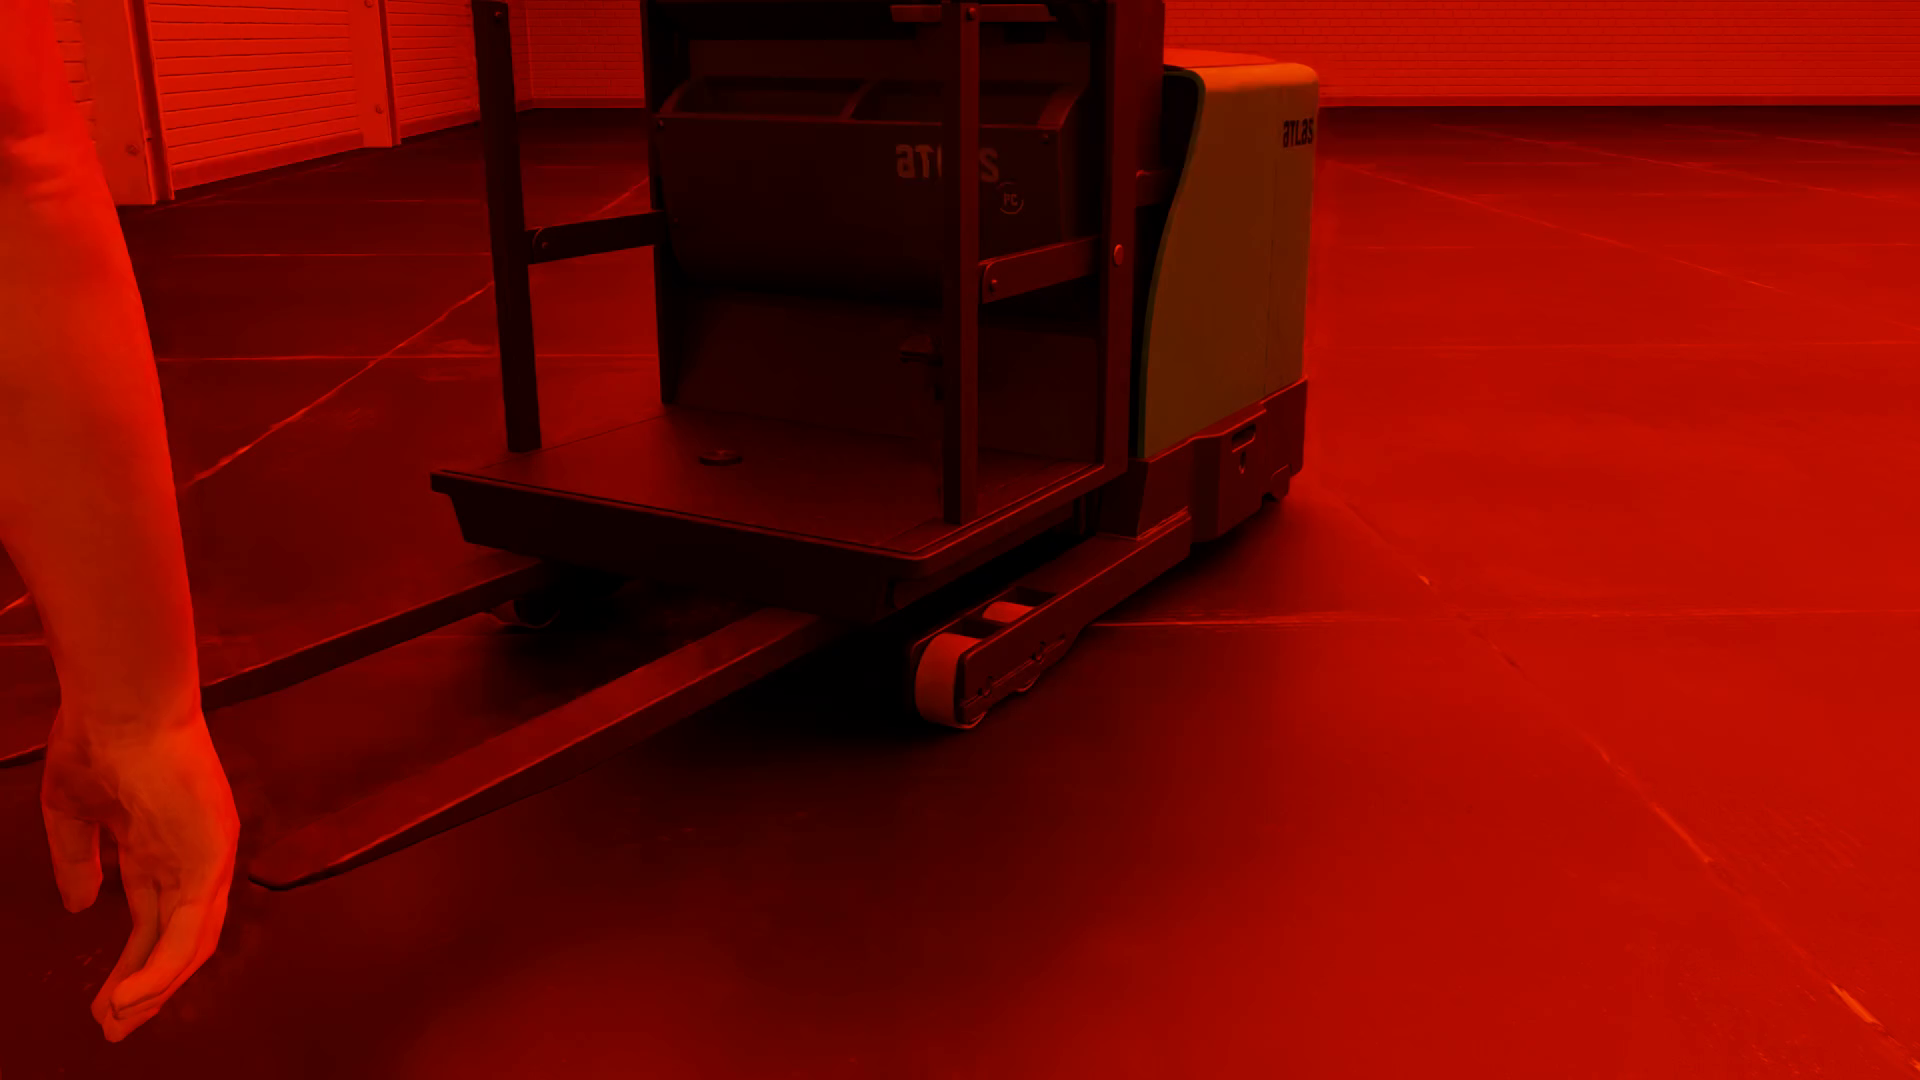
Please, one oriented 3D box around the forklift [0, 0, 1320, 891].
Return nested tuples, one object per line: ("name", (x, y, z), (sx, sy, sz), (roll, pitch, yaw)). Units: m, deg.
("forklift", (-0.295, -1.228, 2.922), (1.130, 2.935, 3.031), (10, 19, 29))
